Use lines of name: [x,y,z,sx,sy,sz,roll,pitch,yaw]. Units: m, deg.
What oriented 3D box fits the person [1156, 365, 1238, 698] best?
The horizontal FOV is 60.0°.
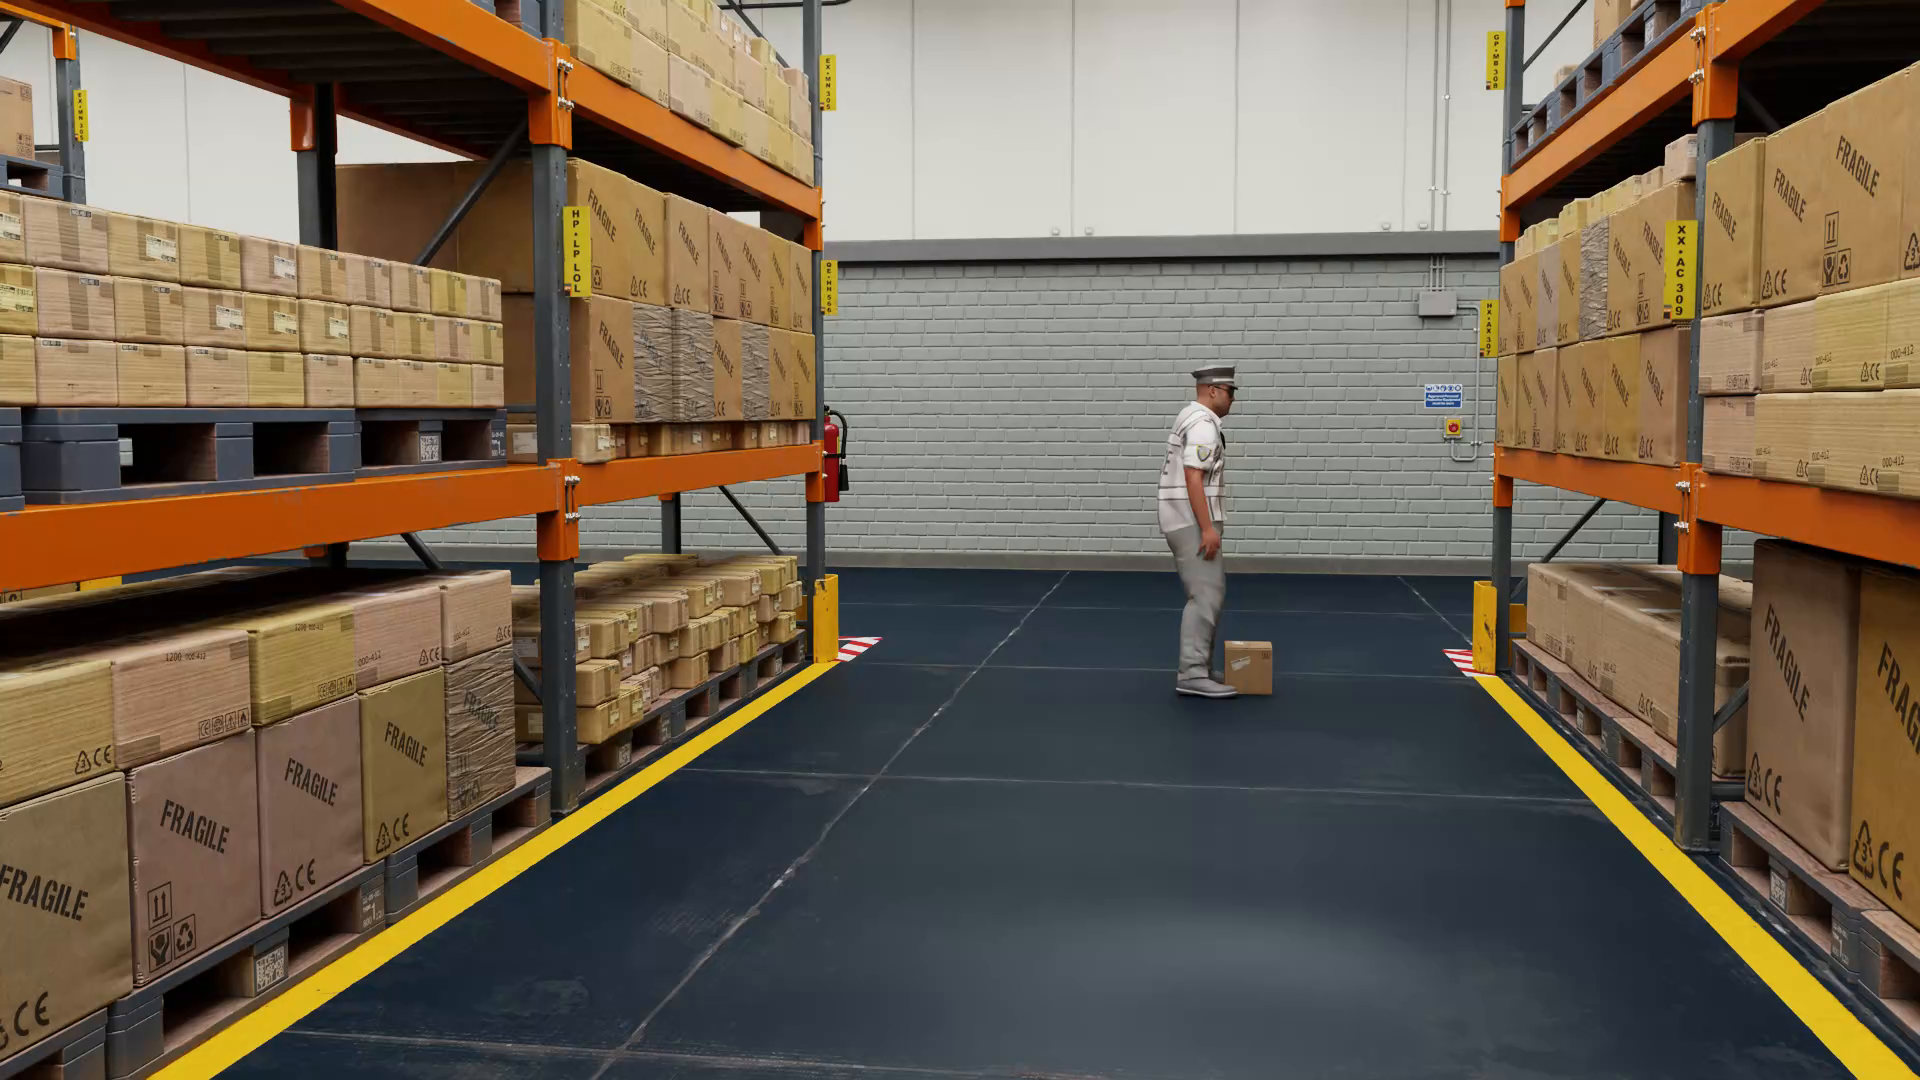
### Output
person: [1.294,-0.064,8.919,0.480,1.747,0.597,0,4,5]
